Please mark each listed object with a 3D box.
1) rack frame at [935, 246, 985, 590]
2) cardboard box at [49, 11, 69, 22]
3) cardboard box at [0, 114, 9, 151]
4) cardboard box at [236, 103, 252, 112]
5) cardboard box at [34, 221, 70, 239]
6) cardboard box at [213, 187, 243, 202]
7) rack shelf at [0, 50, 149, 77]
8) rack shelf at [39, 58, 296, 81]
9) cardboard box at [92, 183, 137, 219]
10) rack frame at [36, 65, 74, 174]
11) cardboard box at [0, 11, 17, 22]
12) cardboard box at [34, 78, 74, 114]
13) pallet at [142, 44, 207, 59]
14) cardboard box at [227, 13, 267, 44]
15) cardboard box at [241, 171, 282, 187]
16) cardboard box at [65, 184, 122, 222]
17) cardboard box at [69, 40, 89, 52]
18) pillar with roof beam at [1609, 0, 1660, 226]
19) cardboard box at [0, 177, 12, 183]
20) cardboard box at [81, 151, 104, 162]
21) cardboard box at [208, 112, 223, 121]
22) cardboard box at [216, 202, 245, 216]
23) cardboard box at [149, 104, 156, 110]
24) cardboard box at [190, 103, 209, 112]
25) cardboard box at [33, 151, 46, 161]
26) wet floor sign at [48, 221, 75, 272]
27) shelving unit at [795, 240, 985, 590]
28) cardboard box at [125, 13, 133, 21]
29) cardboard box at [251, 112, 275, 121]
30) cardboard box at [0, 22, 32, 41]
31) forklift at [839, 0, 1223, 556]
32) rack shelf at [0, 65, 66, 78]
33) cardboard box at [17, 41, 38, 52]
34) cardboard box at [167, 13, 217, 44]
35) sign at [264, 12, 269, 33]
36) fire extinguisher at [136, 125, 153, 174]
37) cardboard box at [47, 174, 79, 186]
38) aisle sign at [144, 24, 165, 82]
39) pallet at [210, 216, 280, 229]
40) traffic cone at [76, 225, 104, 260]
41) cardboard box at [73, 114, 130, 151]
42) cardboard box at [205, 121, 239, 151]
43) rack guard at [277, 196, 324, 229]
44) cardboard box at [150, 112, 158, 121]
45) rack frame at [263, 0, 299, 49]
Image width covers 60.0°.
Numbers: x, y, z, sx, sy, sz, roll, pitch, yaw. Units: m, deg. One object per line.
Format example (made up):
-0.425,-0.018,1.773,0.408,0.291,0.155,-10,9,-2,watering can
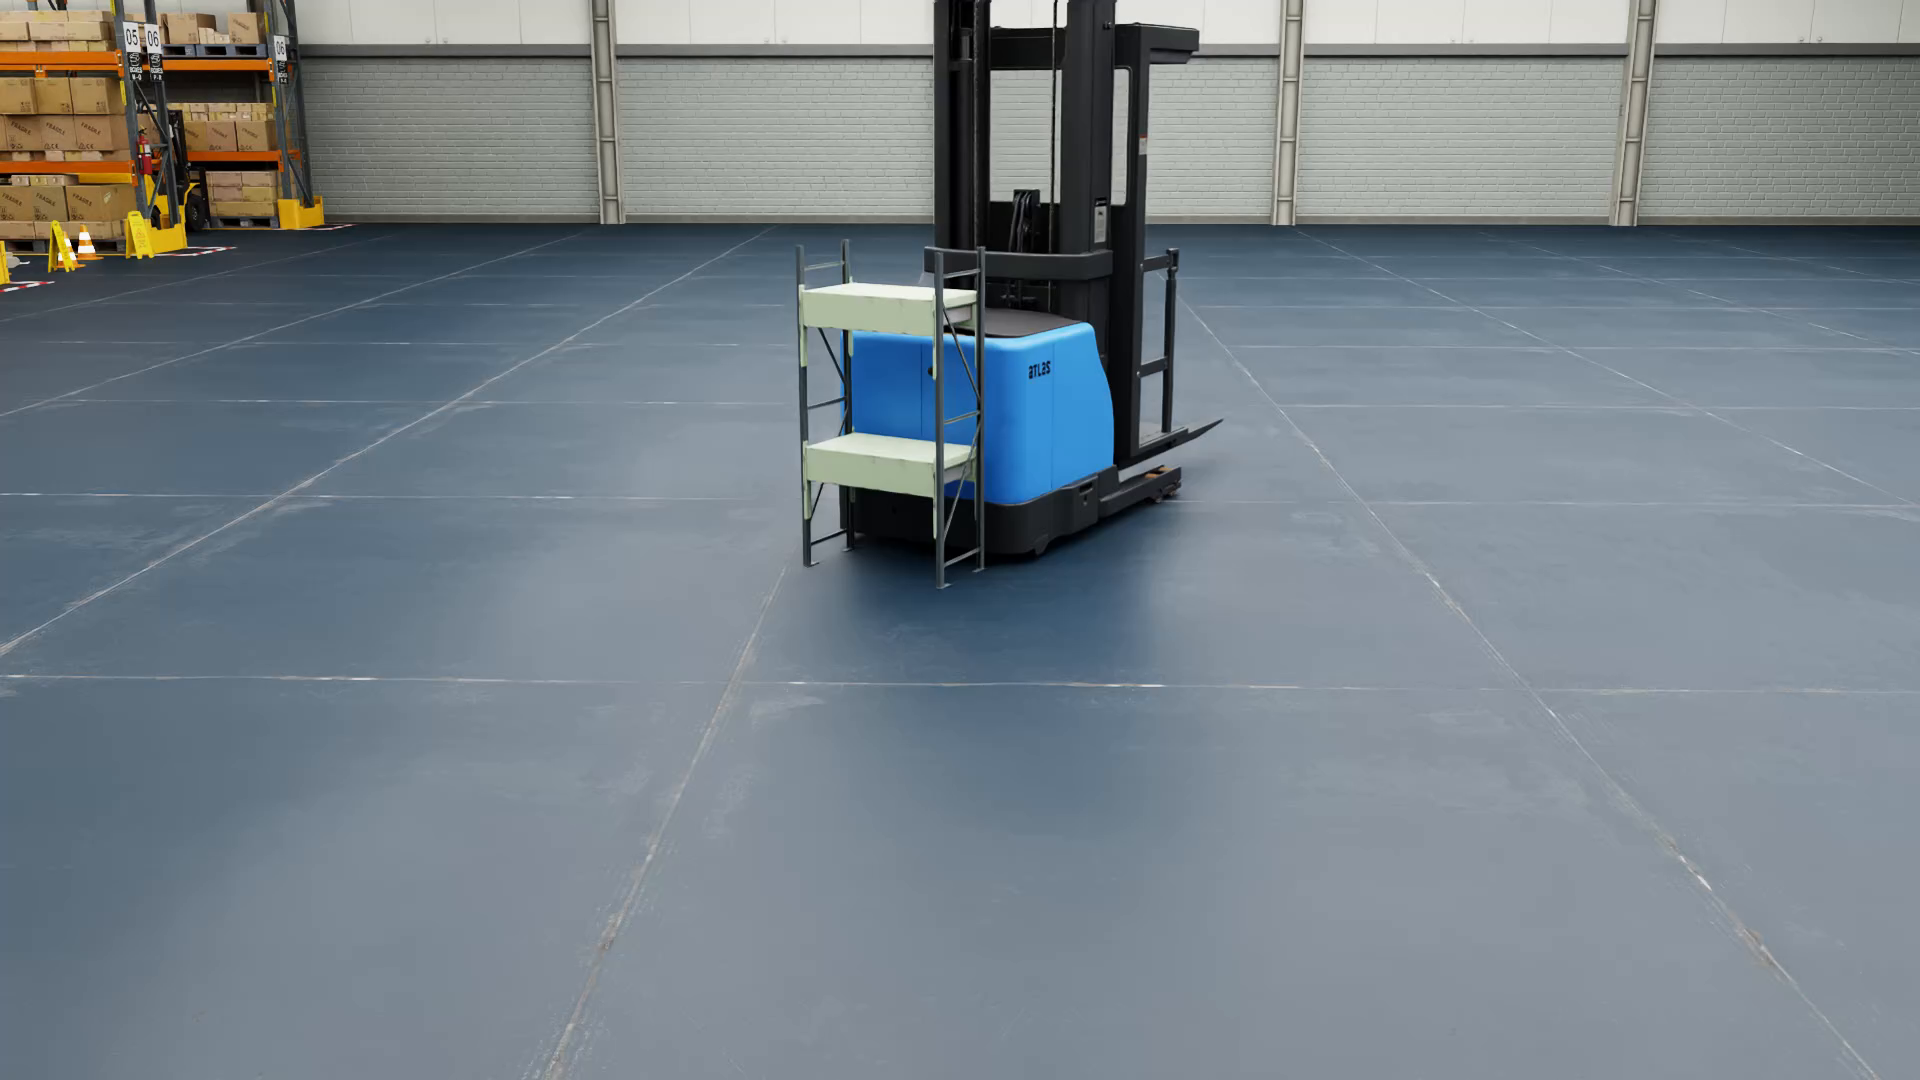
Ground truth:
0.003,-0.543,7.459,0.023,1.500,0.400,9,17,29,rack frame
-12.549,-7.340,23.330,0.250,0.149,0.380,0,15,1,cardboard box
-13.747,-5.832,23.787,0.500,0.500,0.500,1,15,2,cardboard box
-12.179,-7.404,28.473,0.250,0.149,0.380,0,15,2,cardboard box
-13.024,-4.506,24.105,0.500,0.250,0.500,0,15,2,cardboard box
-12.564,-6.001,28.792,0.500,0.250,0.500,0,15,1,cardboard box
-13.690,-6.806,23.786,4.000,0.370,1.077,0,15,1,rack shelf
-13.567,-8.072,28.584,4.000,0.370,1.077,0,15,1,rack shelf
-12.514,-5.002,24.517,0.500,0.500,0.500,0,15,0,cardboard box
-15.567,-6.982,28.925,0.127,3.000,1.000,0,15,1,rack frame
-13.307,-7.367,23.431,0.250,0.149,0.380,0,15,0,cardboard box
-12.713,-6.319,23.671,0.500,0.500,0.700,1,15,2,cardboard box
-13.497,-8.382,28.524,1.213,0.211,1.003,0,15,1,pallet
-12.017,-8.647,28.139,0.500,0.500,0.500,1,15,3,cardboard box
-12.036,-6.237,28.705,0.500,0.250,0.500,1,15,3,cardboard box
-12.499,-4.865,23.997,0.500,0.500,0.500,0,15,2,cardboard box
-12.304,-6.943,23.390,0.250,0.149,0.380,0,15,2,cardboard box
11.641,-8.837,24.195,0.400,9.000,9.100,0,15,1,pillar with roof beam
-16.864,-6.045,29.203,0.625,0.625,0.875,0,15,1,cardboard box
-12.327,-5.490,23.761,0.250,0.149,0.380,0,15,1,cardboard box
-12.683,-7.265,28.528,0.250,0.149,0.380,0,15,1,cardboard box
-12.543,-5.758,28.851,0.500,0.250,0.500,0,15,1,cardboard box
-13.716,-7.425,28.552,0.250,0.149,0.380,0,15,2,cardboard box
-12.951,-7.393,28.431,0.250,0.149,0.380,1,15,3,cardboard box
-13.093,-5.529,23.908,0.250,0.149,0.380,1,15,2,cardboard box
-11.637,-3.794,21.454,0.232,0.644,0.267,-2,15,-8,wet floor sign
-0.313,-0.591,7.638,0.755,1.500,0.431,9,17,29,shelving unit
-12.041,-7.459,23.781,0.250,0.149,0.380,0,15,1,cardboard box
-11.922,-7.249,28.468,0.250,0.149,0.380,1,15,2,cardboard box
-13.231,-7.152,23.400,0.500,0.250,0.500,1,15,3,cardboard box
0.581,-1.670,8.923,1.130,2.935,3.031,9,17,29,forklift
-17.566,-8.098,28.683,4.000,0.370,1.077,0,15,1,rack shelf
-13.071,-6.962,23.460,0.250,0.149,0.380,0,15,1,cardboard box
-13.038,-8.679,28.261,0.500,0.500,0.700,0,15,2,cardboard box
-11.596,-8.658,27.816,0.005,0.325,0.100,0,15,1,sign
-11.588,-5.535,23.589,0.183,0.674,0.296,0,15,1,fire extinguisher
-12.867,-5.164,23.858,0.250,0.149,0.380,1,15,3,cardboard box
-11.621,-7.026,23.994,0.004,0.787,0.394,0,15,1,aisle sign
-12.334,-5.602,29.160,1.213,0.211,1.003,0,15,1,pallet
-12.154,-4.137,23.115,0.334,0.463,0.336,0,15,1,traffic cone
-12.241,-5.816,23.724,0.500,0.500,0.500,0,15,0,cardboard box
-12.585,-6.946,28.593,0.500,0.500,0.500,1,15,3,cardboard box
-11.544,-5.747,29.144,0.348,0.500,1.175,0,15,1,rack guard
-13.710,-7.260,28.509,0.250,0.149,0.380,0,15,0,cardboard box
-11.568,-9.857,28.060,0.127,3.000,1.000,0,15,1,rack frame
